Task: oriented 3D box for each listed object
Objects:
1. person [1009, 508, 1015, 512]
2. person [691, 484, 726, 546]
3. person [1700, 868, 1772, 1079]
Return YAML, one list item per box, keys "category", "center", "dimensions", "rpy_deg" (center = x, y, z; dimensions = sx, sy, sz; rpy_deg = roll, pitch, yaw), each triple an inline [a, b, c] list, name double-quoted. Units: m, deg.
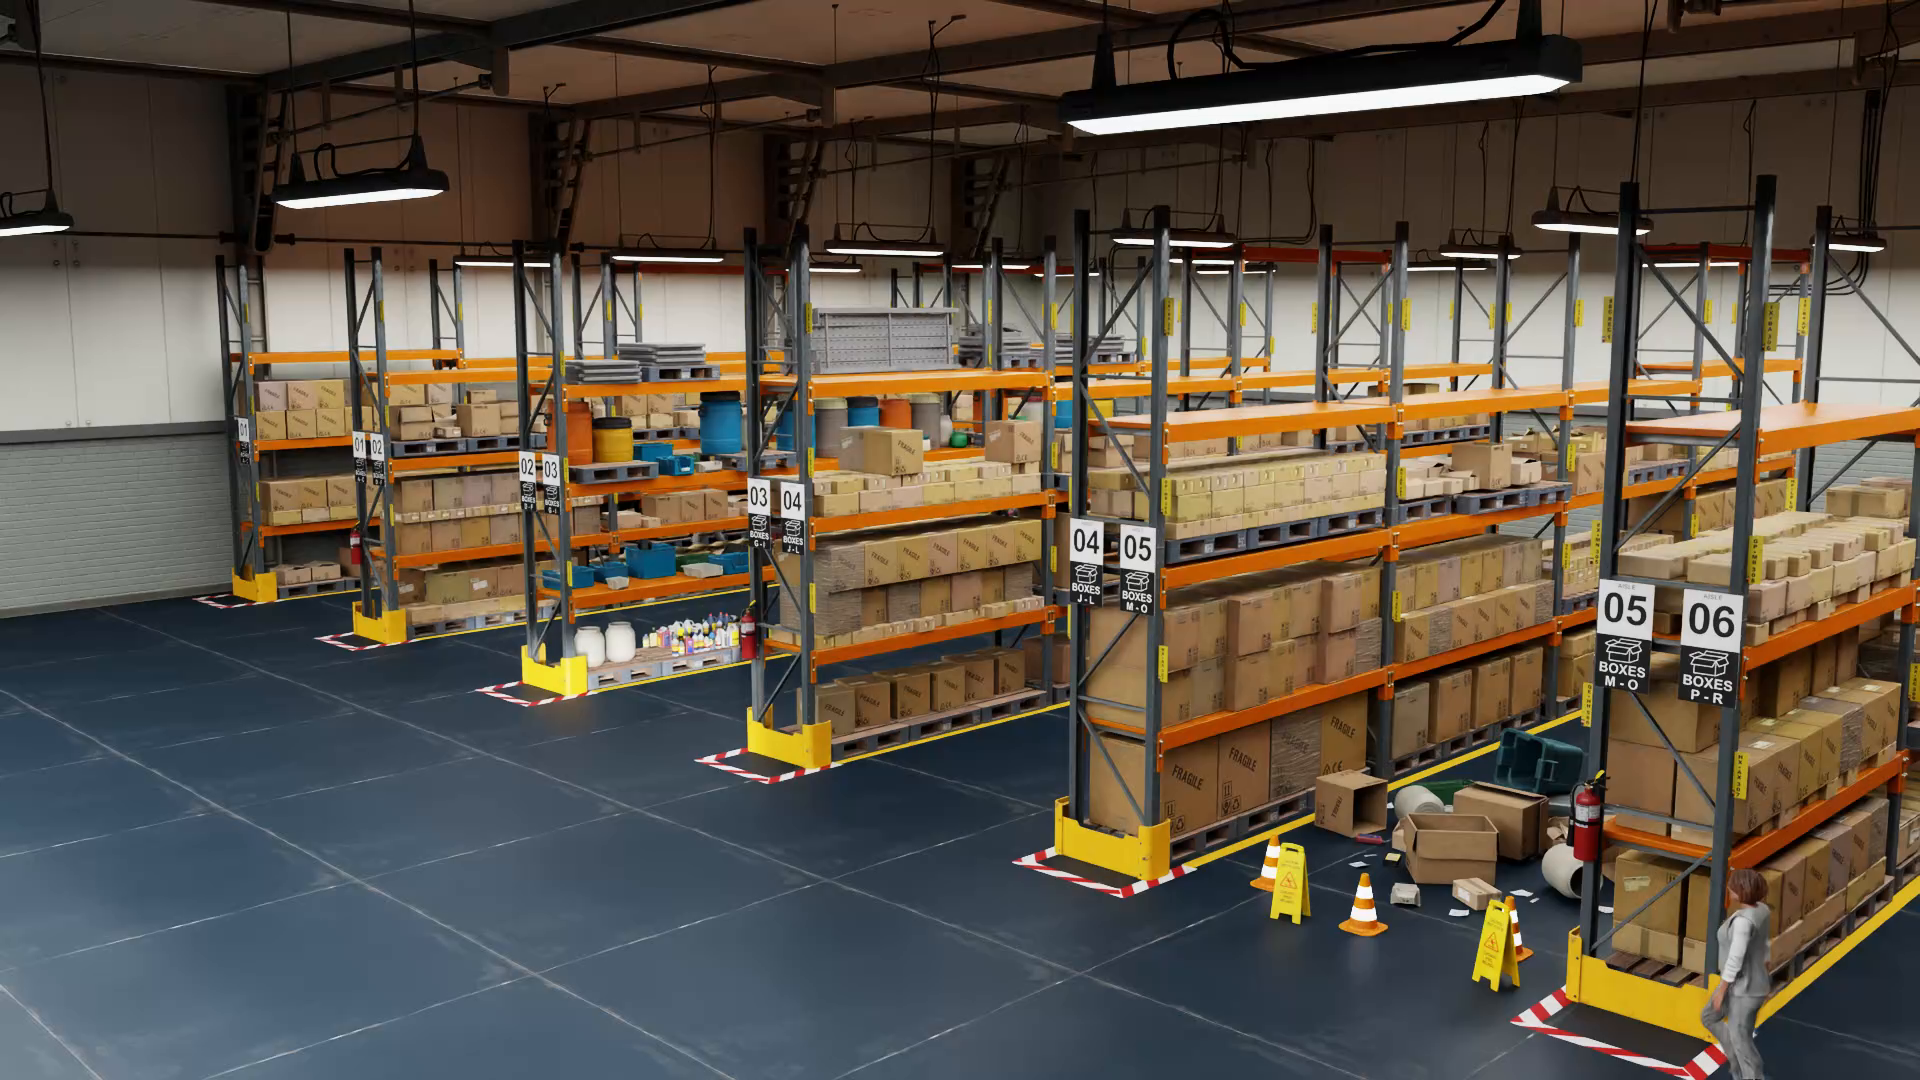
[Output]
- category: "person"
  center: [1.214, -1.138, 38.345]
  dimensions: [0.479, 1.767, 0.626]
  rpy_deg: [0, 8, 1]
- category: "person"
  center: [-5.242, -0.481, 34.143]
  dimensions: [0.589, 1.599, 1.062]
  rpy_deg: [6, 10, 36]
- category: "person"
  center: [4.974, 2.874, 10.622]
  dimensions: [0.436, 1.608, 0.418]
  rpy_deg: [4, 9, 26]
